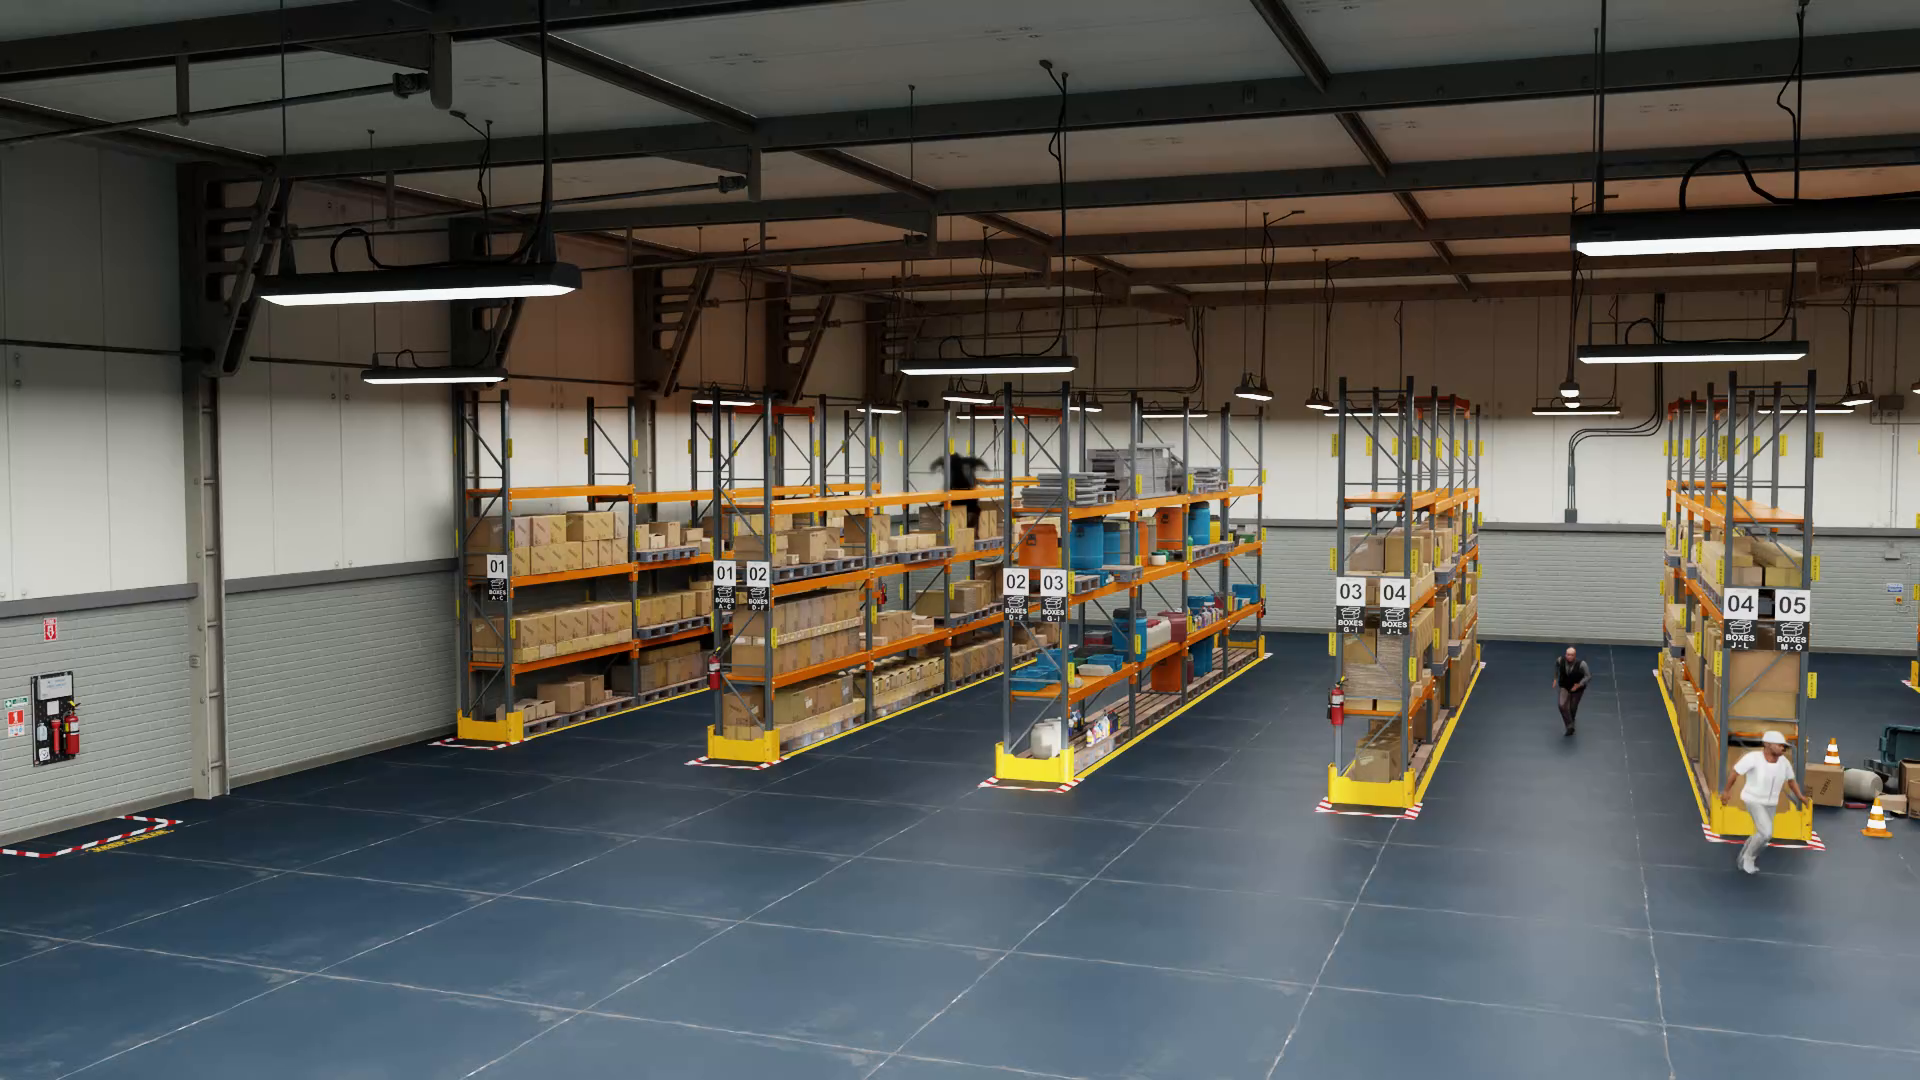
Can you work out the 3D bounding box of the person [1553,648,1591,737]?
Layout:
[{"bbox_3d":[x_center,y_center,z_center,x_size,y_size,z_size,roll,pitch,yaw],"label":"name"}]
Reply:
[{"bbox_3d":[10.763,2.622,29.201,0.648,1.563,1.070,2,4,26],"label":"person"}]

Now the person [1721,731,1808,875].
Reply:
[{"bbox_3d":[9.398,3.060,19.368,0.684,1.706,0.805,-1,3,-16],"label":"person"}]
